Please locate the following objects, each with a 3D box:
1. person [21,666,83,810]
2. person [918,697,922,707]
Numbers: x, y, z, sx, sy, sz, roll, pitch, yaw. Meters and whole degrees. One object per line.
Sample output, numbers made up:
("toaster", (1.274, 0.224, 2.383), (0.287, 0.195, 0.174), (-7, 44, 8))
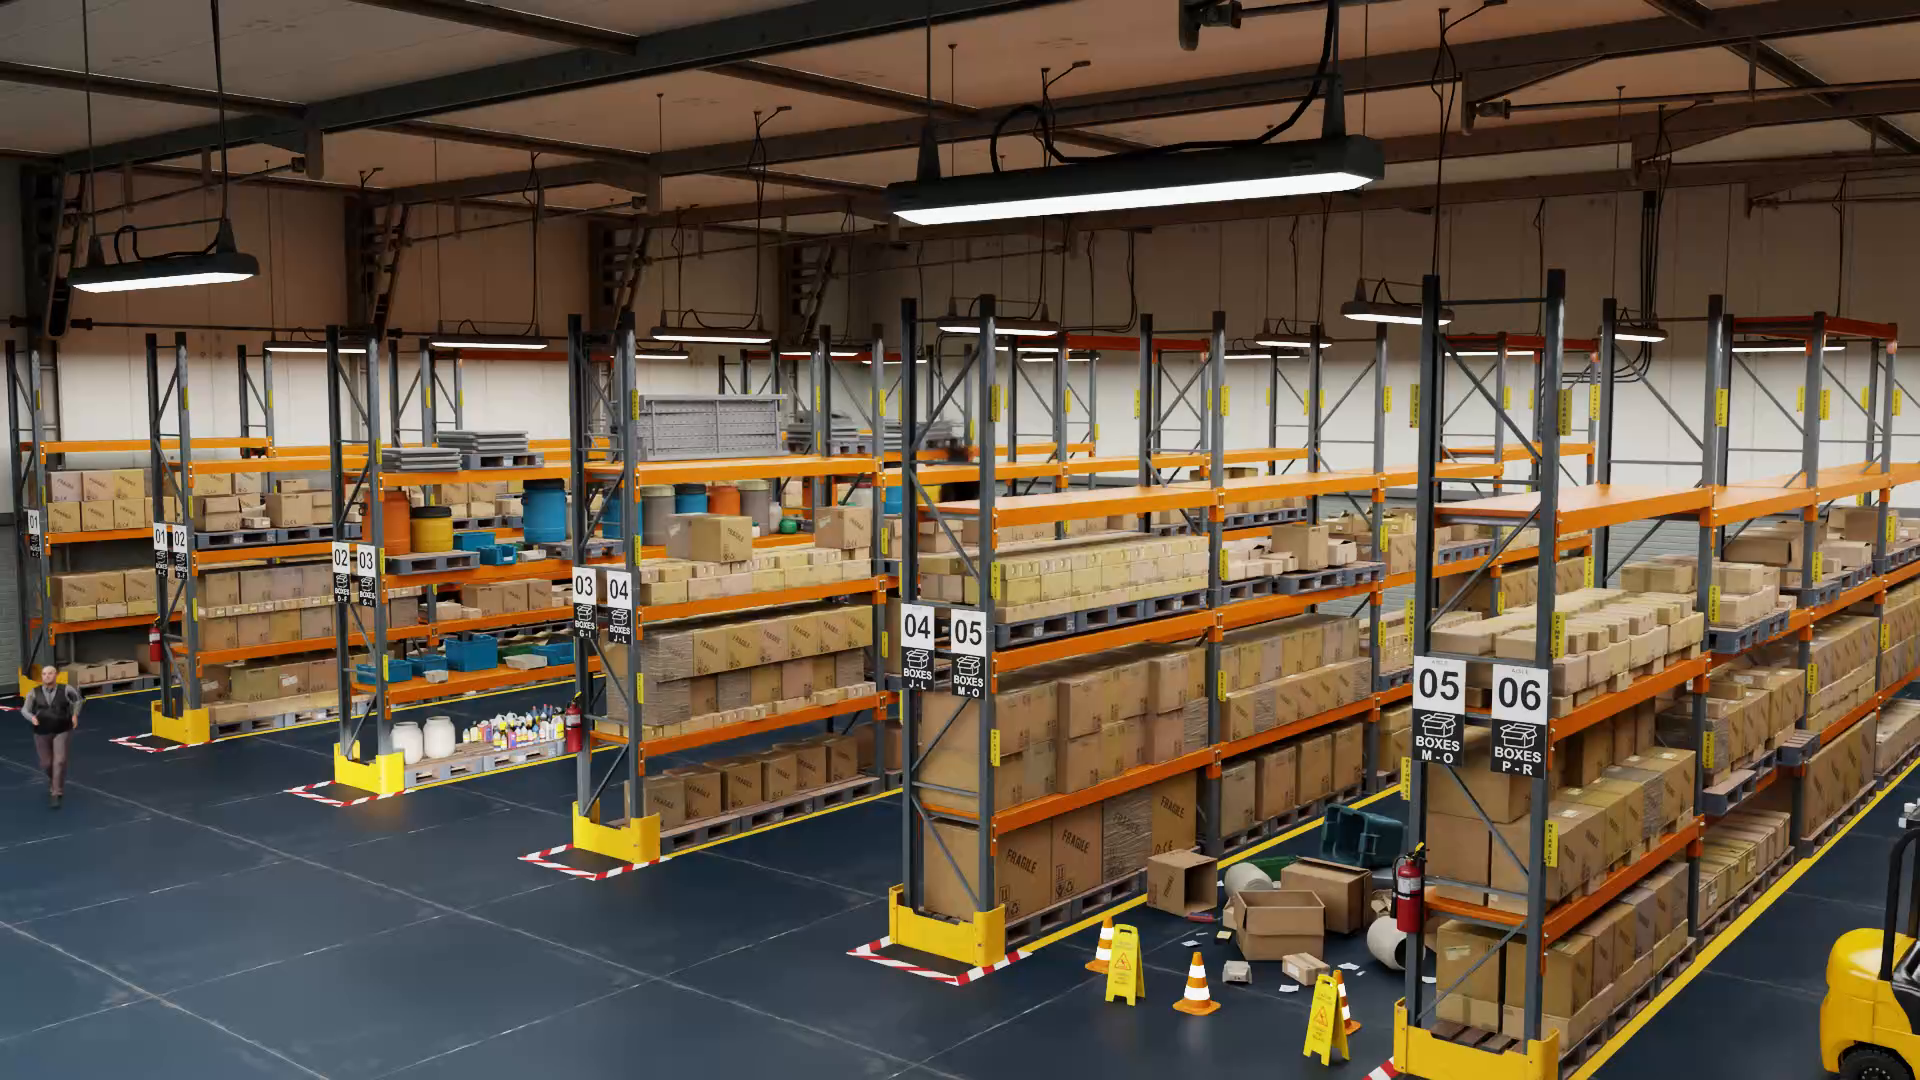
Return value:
("person", (-11.369, 2.435, 20.840), (0.672, 1.729, 0.952), (-2, 6, -21))
("person", (-0.699, 1.778, 25.459), (0.552, 1.670, 0.629), (2, 6, 24))
